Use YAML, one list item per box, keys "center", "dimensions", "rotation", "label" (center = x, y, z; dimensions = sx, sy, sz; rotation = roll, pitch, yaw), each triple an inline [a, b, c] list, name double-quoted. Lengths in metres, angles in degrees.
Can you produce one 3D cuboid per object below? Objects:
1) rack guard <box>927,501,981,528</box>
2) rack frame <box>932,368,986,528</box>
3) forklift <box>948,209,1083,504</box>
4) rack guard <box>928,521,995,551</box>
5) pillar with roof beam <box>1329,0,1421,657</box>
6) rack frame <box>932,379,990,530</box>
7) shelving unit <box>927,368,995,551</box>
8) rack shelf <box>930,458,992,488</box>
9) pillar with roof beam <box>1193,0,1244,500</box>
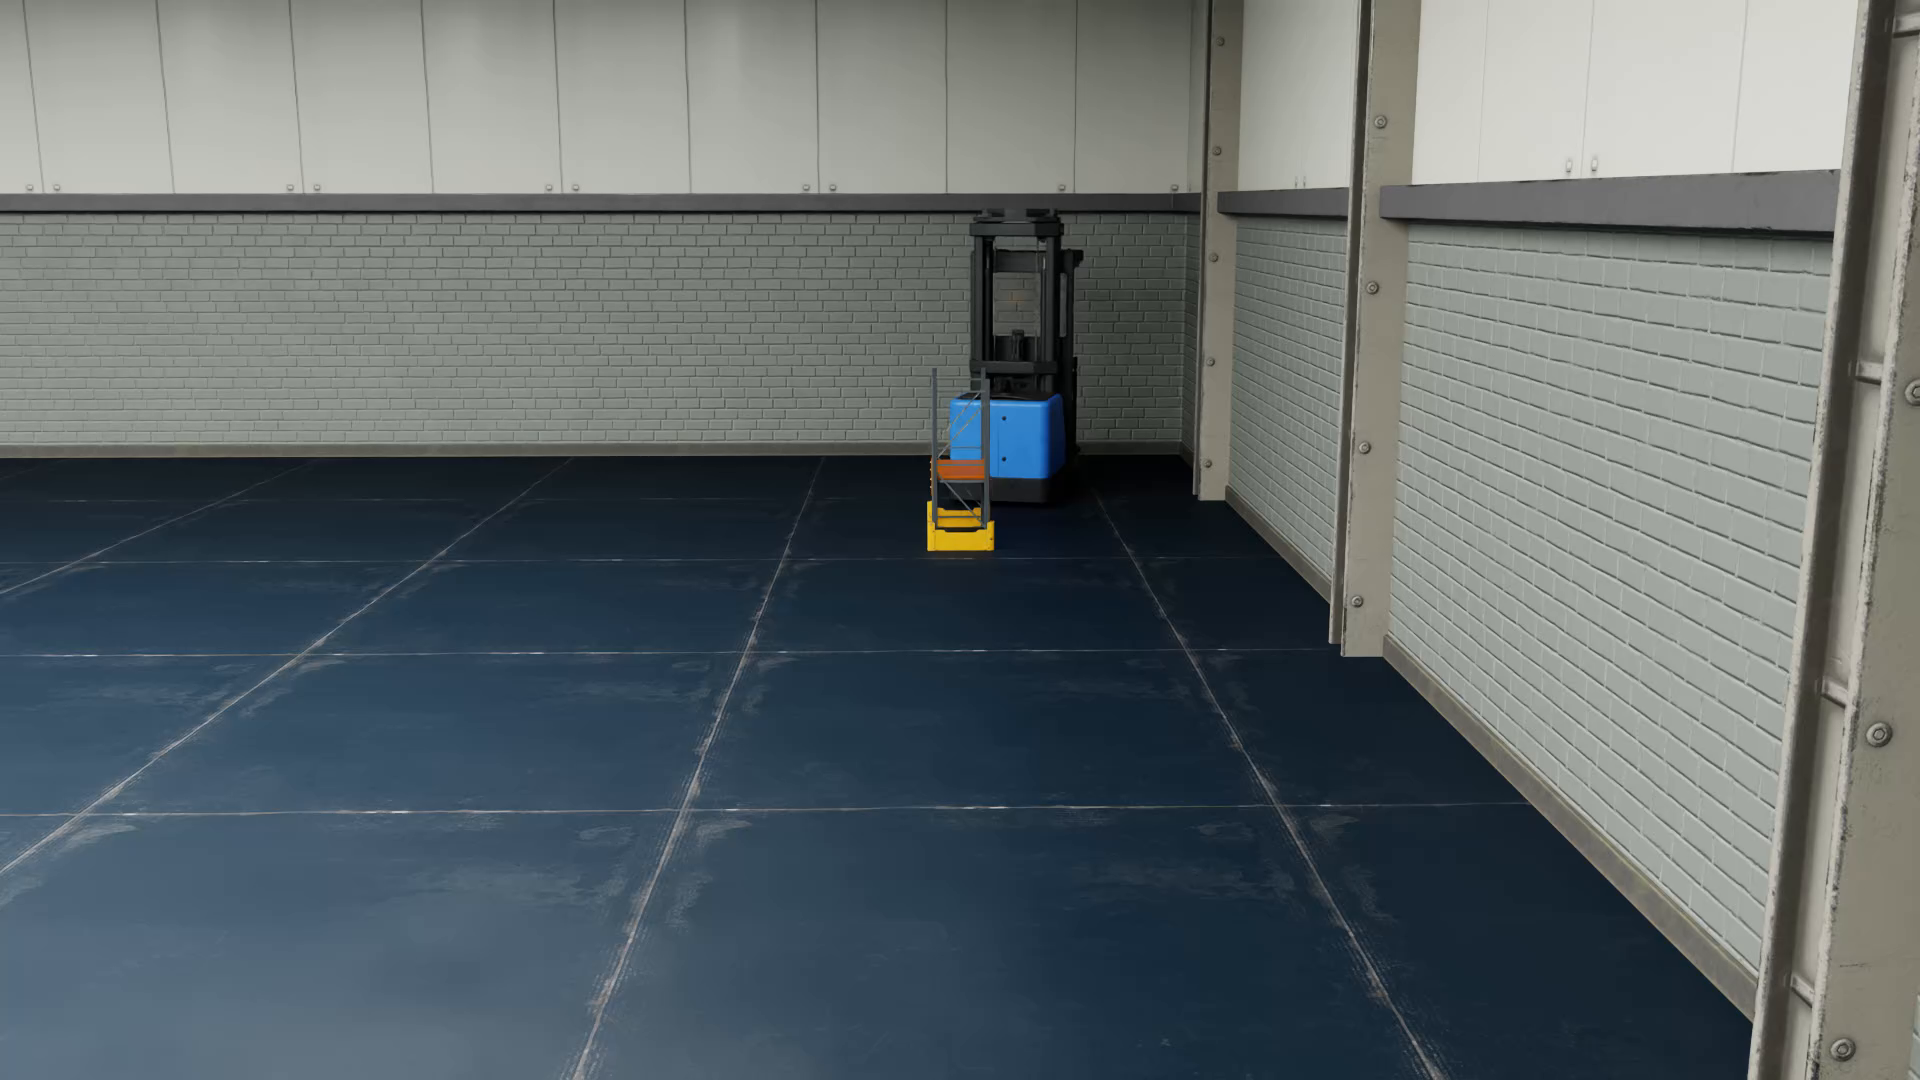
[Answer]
- center: [-0.012, -0.237, 15.597]
  dimensions: [0.587, 0.250, 0.087]
  rotation: [0, 11, -1]
  label: "rack guard"
- center: [-0.012, -0.853, 15.492]
  dimensions: [0.500, 1.500, 0.032]
  rotation: [0, 11, -1]
  label: "rack frame"
- center: [0.704, -2.046, 17.774]
  dimensions: [1.130, 2.935, 3.031]
  rotation: [3, 12, 12]
  label: "forklift"
- center: [0.009, -0.039, 14.621]
  dimensions: [0.587, 0.250, 0.087]
  rotation: [0, 11, -1]
  label: "rack guard"
- center: [-1.580, -3.647, 10.405]
  dimensions: [9.100, 9.000, 0.400]
  rotation: [0, 11, -1]
  label: "pillar with roof beam"
- center: [0.009, -0.651, 14.495]
  dimensions: [0.500, 1.500, 0.032]
  rotation: [0, 11, -1]
  label: "rack frame"
- center: [-0.002, -0.750, 14.985]
  dimensions: [0.587, 1.500, 1.083]
  rotation: [0, 11, -1]
  label: "shelving unit"
- center: [-0.002, -0.576, 15.029]
  dimensions: [0.538, 0.185, 1.000]
  rotation: [0, 11, -1]
  label: "rack shelf"
- center: [-1.704, -4.840, 16.284]
  dimensions: [9.100, 9.000, 0.400]
  rotation: [0, 11, -1]
  label: "pillar with roof beam"
